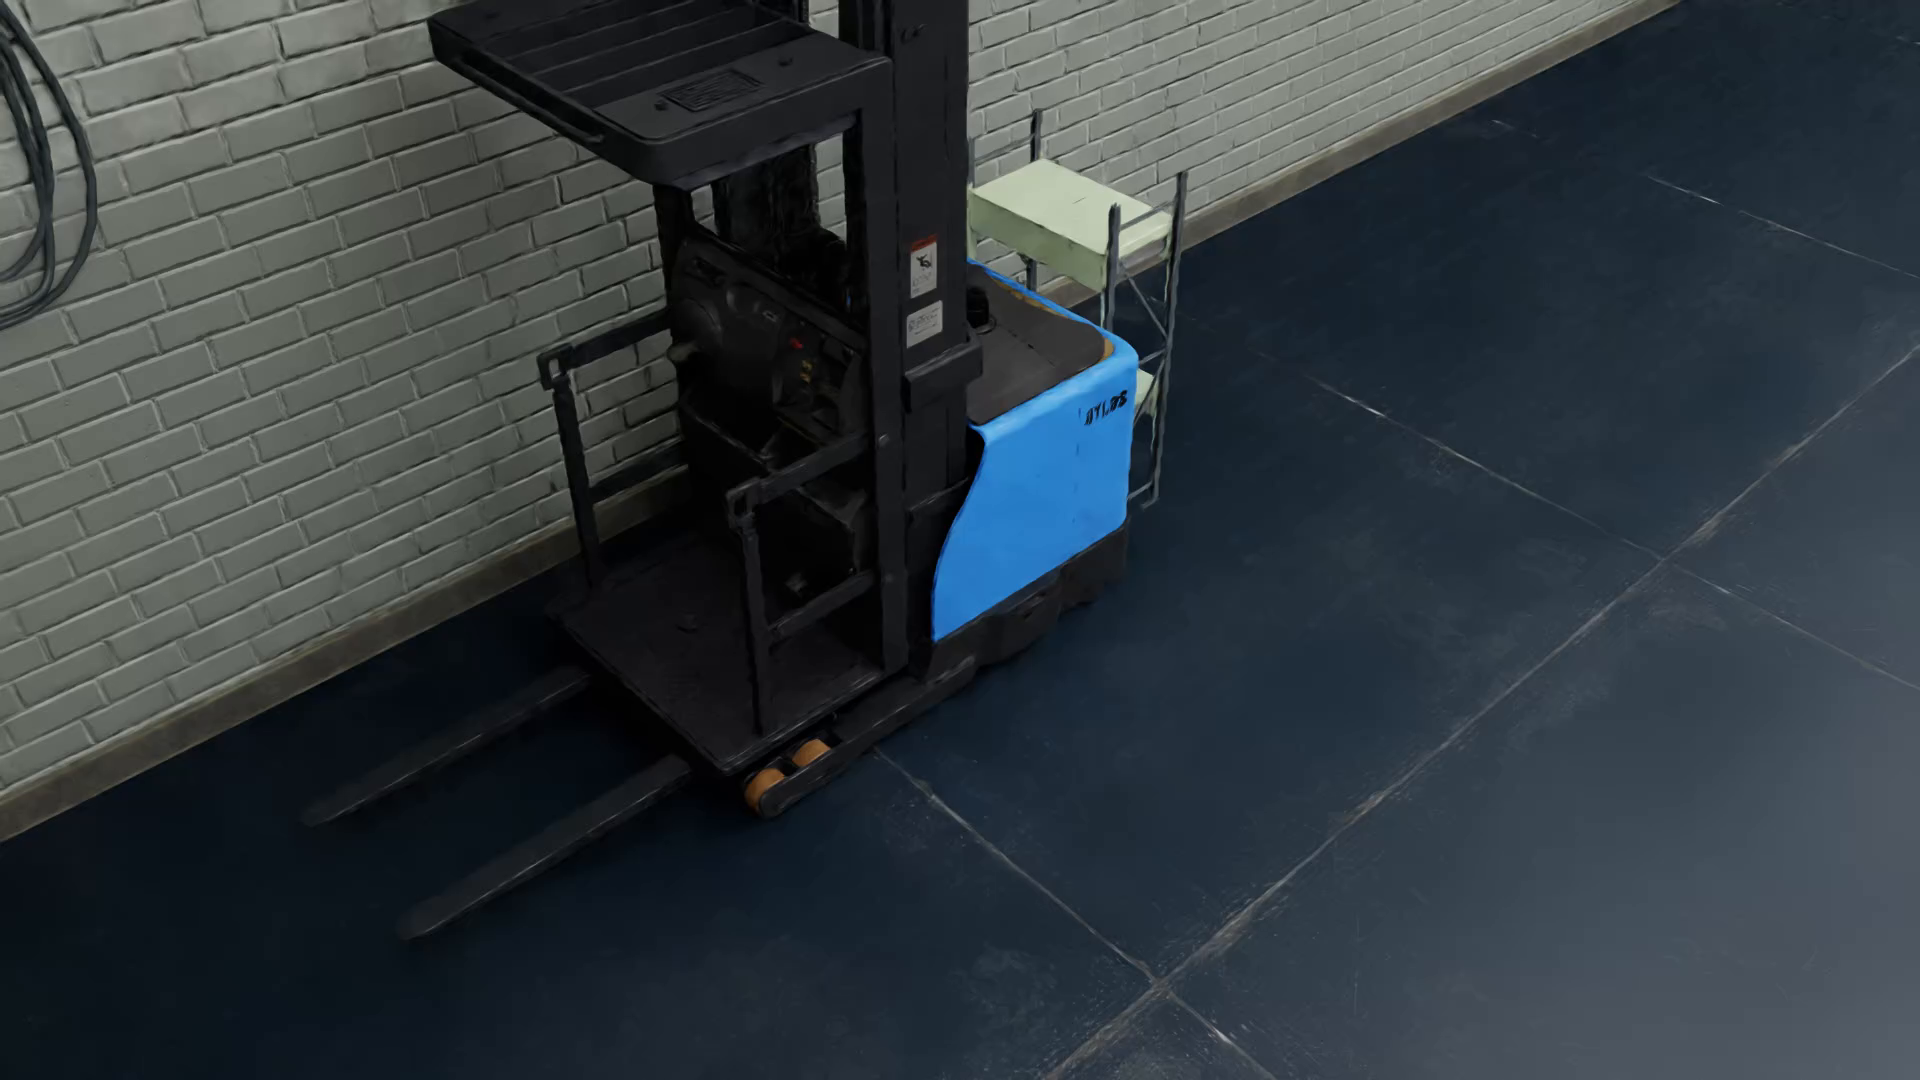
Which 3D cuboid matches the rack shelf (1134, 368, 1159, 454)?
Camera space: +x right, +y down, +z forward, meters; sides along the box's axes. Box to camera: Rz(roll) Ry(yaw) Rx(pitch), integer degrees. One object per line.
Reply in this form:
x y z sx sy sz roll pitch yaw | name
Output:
0.421 -0.579 6.792 0.431 0.370 0.720 -31 48 -33 | rack shelf

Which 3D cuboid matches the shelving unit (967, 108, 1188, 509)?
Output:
0.421 -0.832 6.587 0.431 1.500 0.755 -31 48 -33 | shelving unit

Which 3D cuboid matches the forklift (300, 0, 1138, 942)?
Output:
-0.772 -0.579 5.134 3.031 2.935 1.130 -30 48 -32 | forklift

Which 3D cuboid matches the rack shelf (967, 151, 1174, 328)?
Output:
0.421 -1.136 6.342 0.431 0.370 0.720 -31 48 -33 | rack shelf

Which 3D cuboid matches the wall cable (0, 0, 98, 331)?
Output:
-3.573 -1.047 3.355 3.097 2.526 0.112 -30 48 -32 | wall cable

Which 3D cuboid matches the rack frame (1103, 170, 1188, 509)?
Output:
0.675 -0.667 6.382 0.400 1.500 0.023 -31 48 -33 | rack frame

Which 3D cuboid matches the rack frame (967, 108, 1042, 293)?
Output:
0.166 -0.998 6.792 0.400 1.500 0.023 -31 48 -33 | rack frame
